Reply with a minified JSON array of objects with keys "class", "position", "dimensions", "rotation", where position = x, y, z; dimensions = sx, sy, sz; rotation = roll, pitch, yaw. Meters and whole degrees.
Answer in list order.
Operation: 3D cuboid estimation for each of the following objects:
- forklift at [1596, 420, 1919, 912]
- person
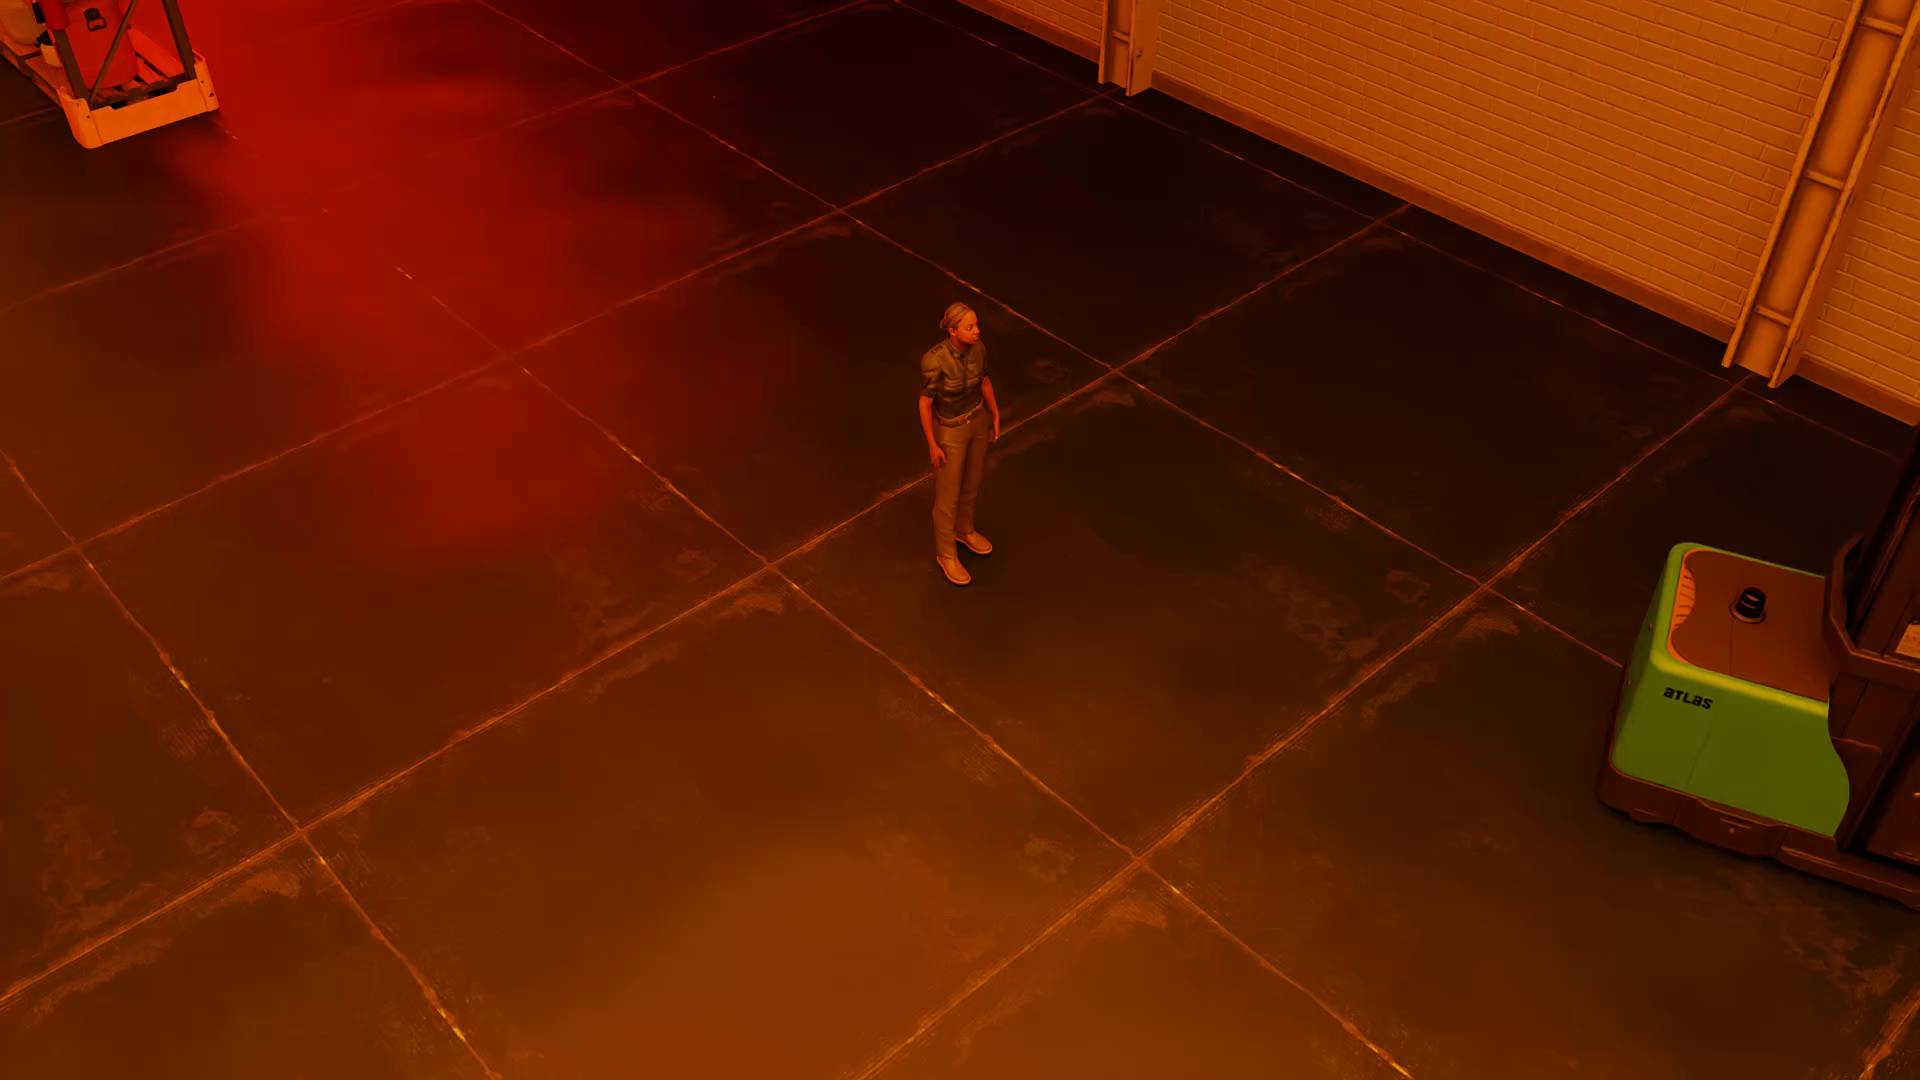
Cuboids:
[{"class":"forklift","position":[4.831,0.378,7.471],"dimensions":[3.031,2.935,1.130],"rotation":[16,43,18]},{"class":"person","position":[0.044,-0.581,9.548],"dimensions":[0.569,1.654,0.504],"rotation":[-31,50,-31]}]
